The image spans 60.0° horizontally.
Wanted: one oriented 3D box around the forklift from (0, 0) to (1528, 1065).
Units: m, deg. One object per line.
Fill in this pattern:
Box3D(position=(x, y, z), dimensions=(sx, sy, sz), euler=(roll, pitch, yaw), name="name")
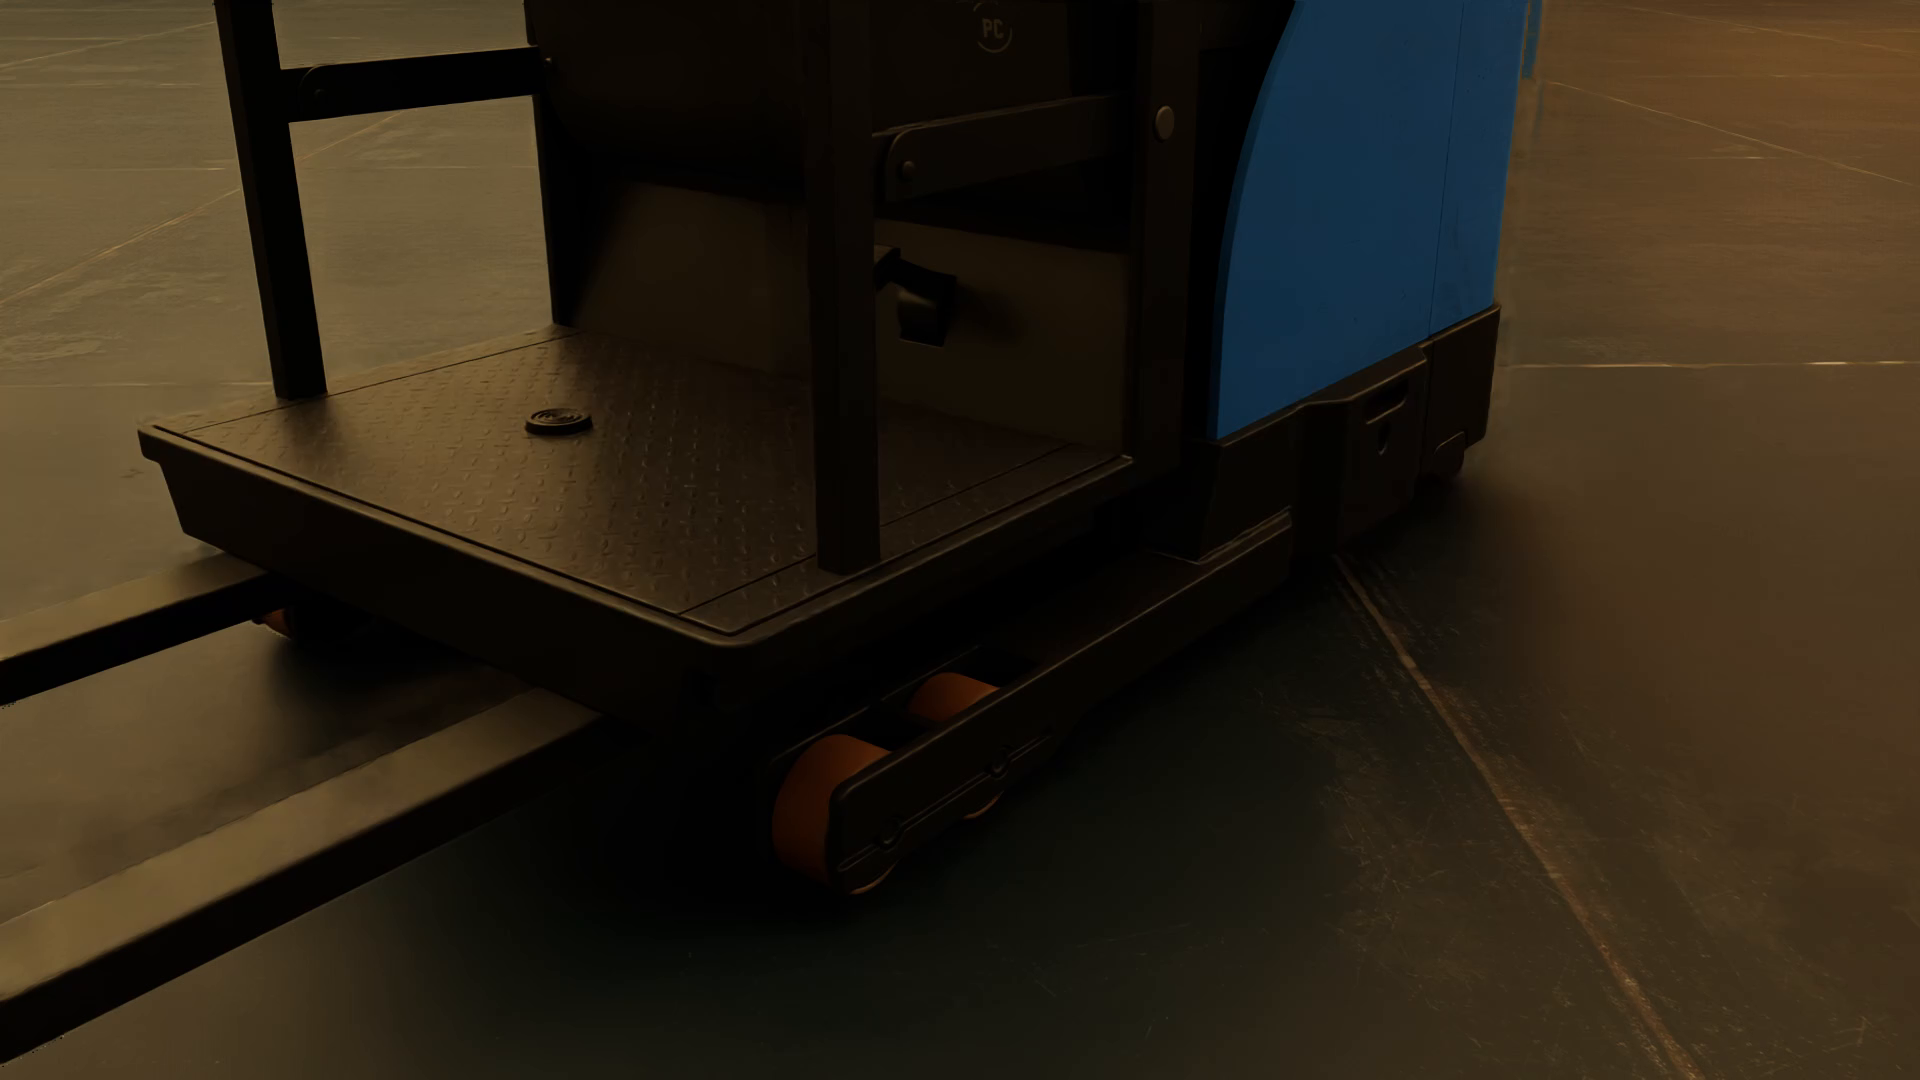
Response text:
Box3D(position=(-0.340, -1.191, 1.759), dimensions=(1.130, 2.935, 3.031), euler=(16, 26, 35), name="forklift")
